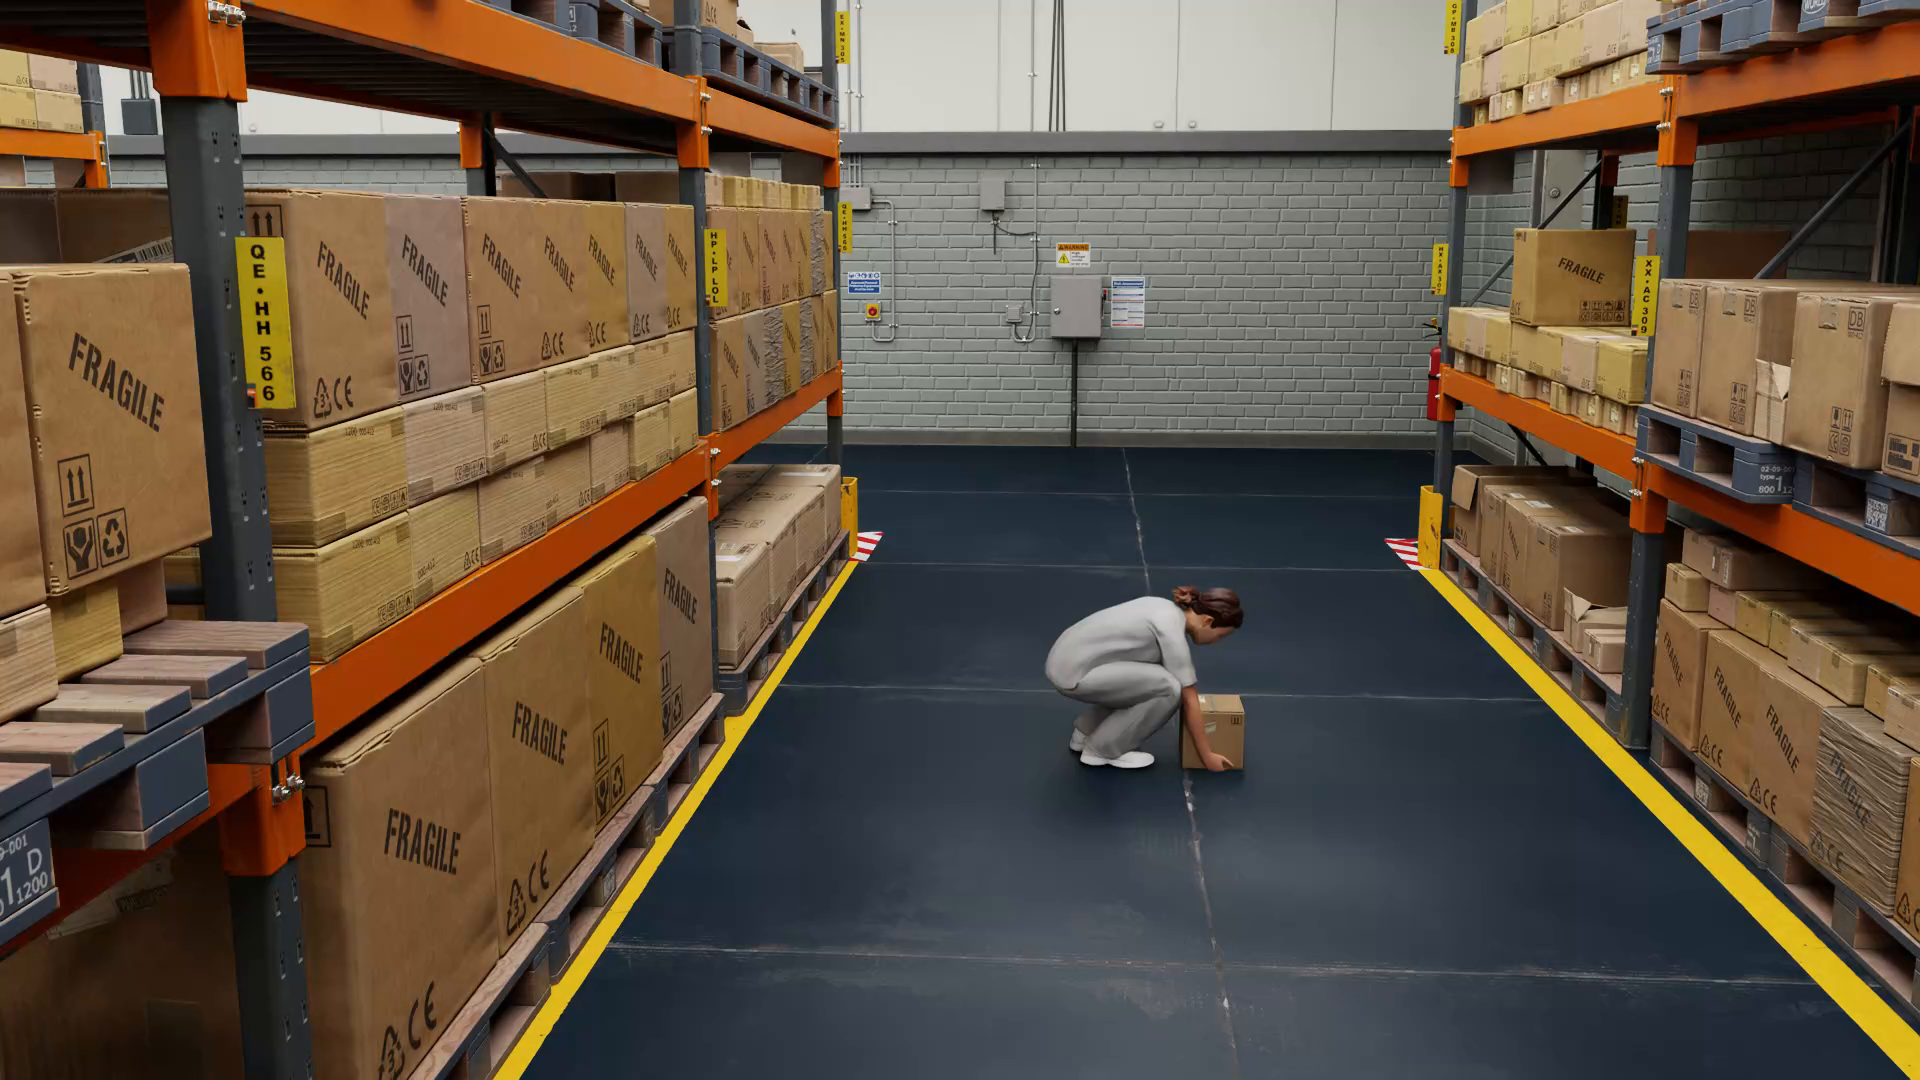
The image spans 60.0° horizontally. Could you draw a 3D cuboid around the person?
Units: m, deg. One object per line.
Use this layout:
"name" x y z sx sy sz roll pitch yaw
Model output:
"person" 0.771 0.598 6.995 0.827 0.816 0.466 1 11 3
